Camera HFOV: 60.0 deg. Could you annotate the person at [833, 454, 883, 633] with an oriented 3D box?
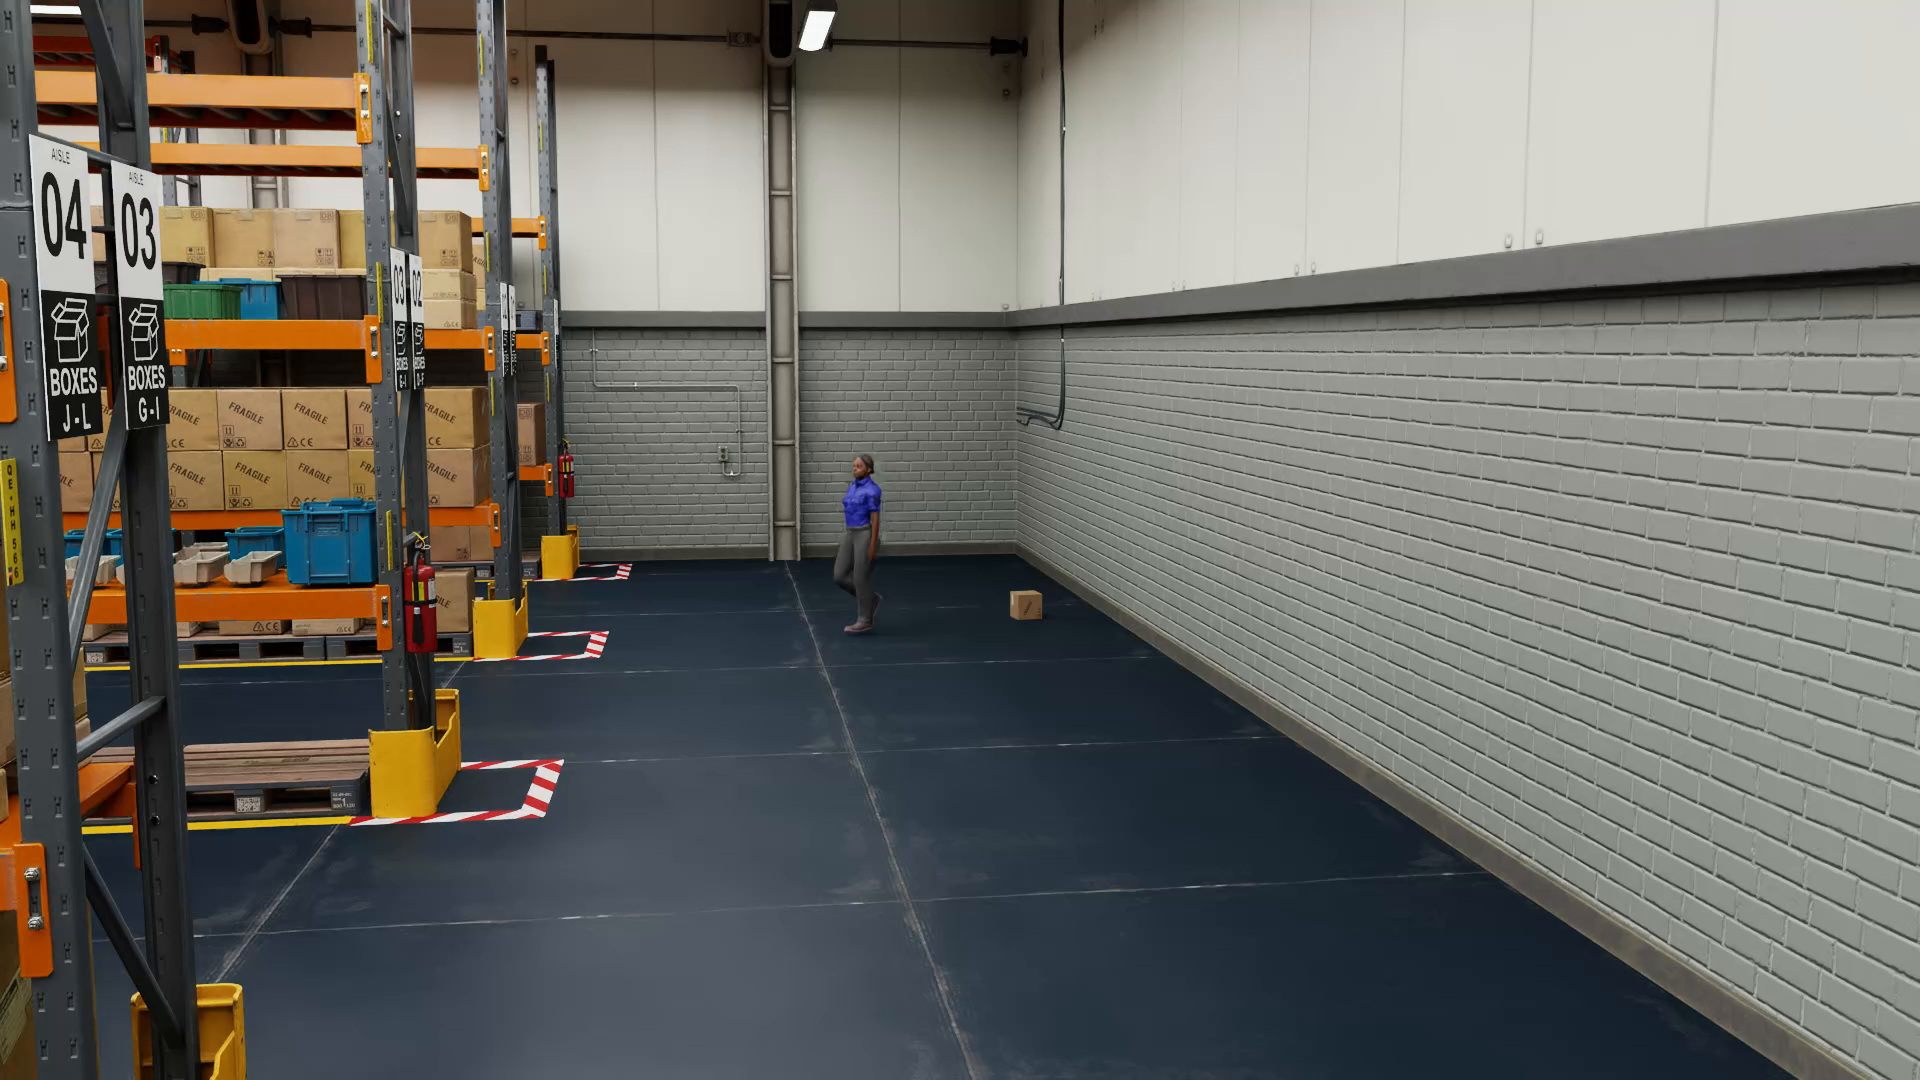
[{"bbox_3d":[-0.894,0.020,15.456,0.485,1.646,0.466,-5,8,-36],"label":"person"}]
